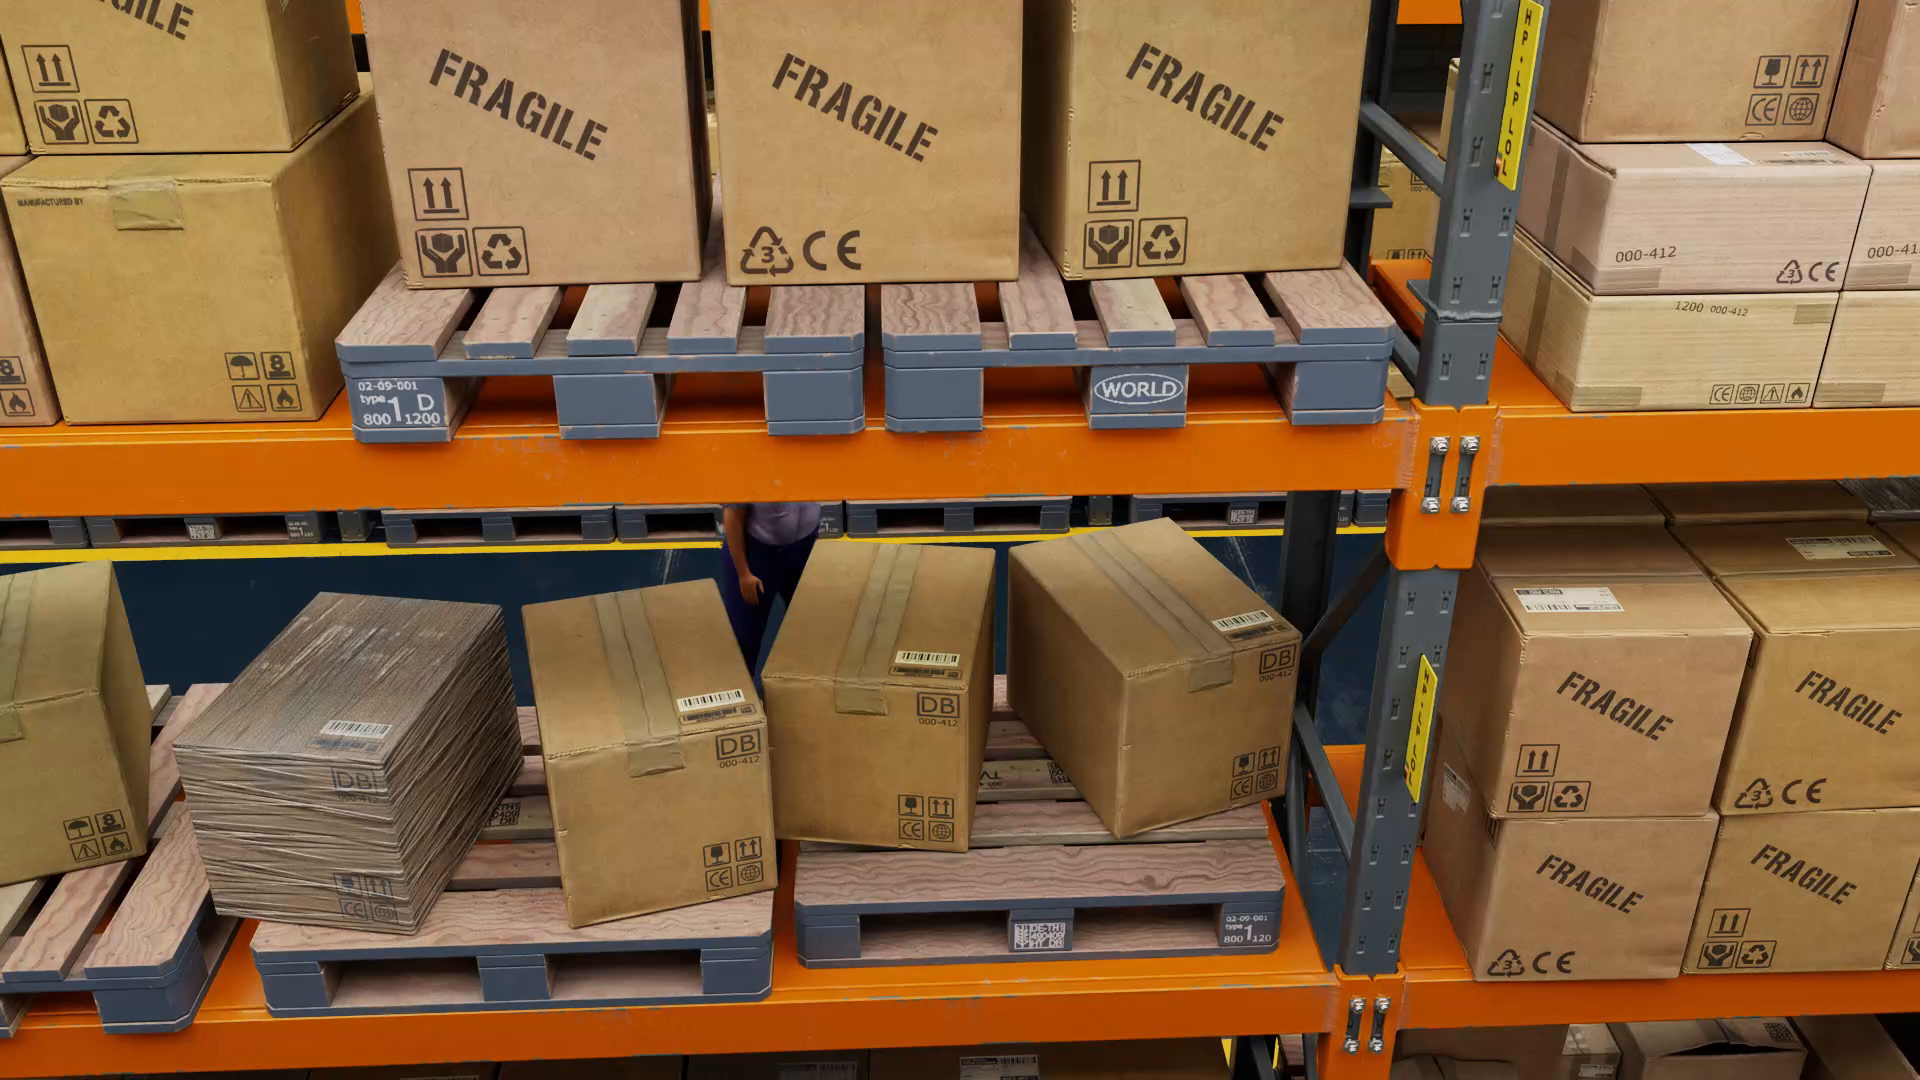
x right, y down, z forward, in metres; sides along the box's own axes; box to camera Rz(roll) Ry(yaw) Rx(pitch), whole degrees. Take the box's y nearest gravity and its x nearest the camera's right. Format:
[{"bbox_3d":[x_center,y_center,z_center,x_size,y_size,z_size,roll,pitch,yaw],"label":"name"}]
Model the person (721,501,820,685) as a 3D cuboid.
[{"bbox_3d":[-0.778,0.078,6.969,0.526,1.647,0.531,24,36,38],"label":"person"}]
